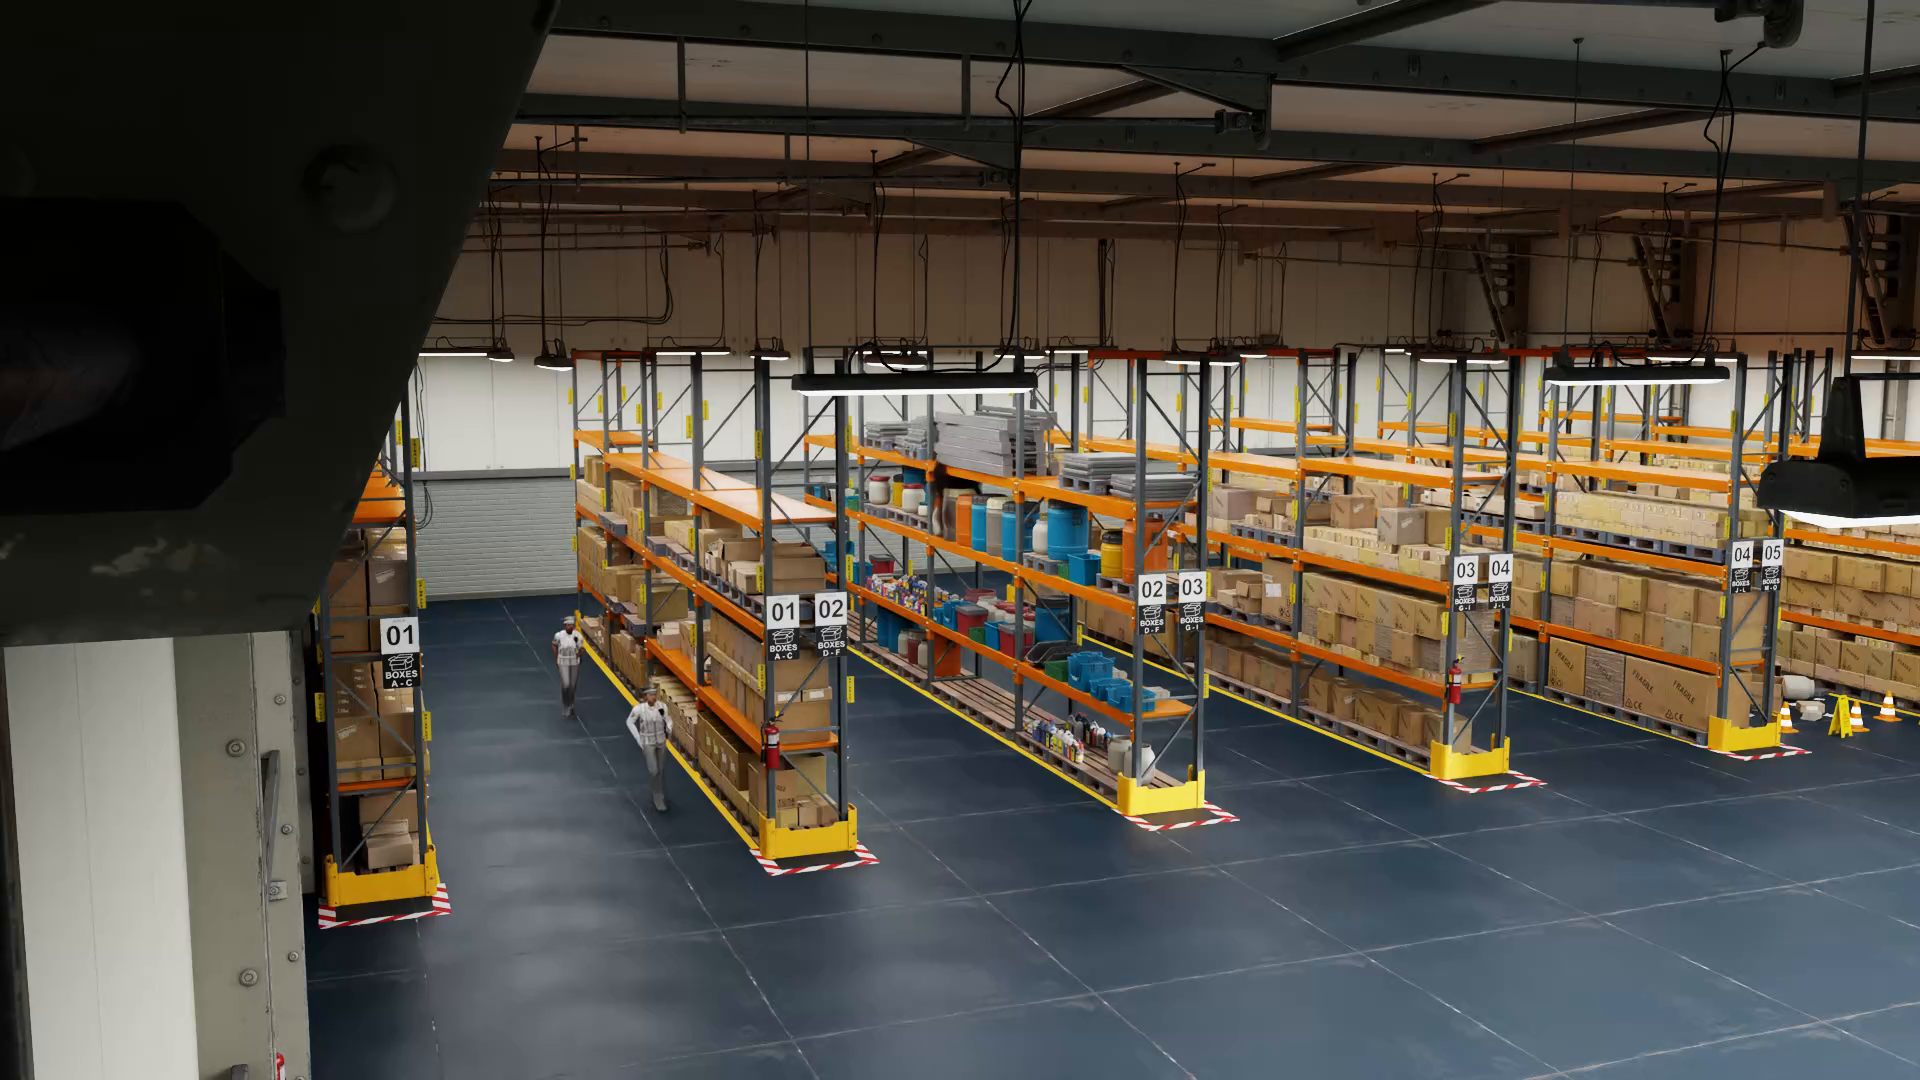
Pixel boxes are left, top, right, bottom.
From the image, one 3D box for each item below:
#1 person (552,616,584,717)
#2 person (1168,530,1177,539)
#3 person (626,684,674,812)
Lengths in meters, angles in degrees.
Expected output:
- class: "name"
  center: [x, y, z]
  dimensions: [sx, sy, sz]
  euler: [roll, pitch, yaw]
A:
- class: "person"
  center: [-6.494, 2.085, 27.631]
  dimensions: [0.494, 1.708, 0.801]
  euler: [-3, 8, -24]
- class: "person"
  center: [5.302, 0.222, 42.095]
  dimensions: [0.677, 1.773, 0.630]
  euler: [2, 7, 18]
- class: "person"
  center: [-4.095, 2.750, 22.166]
  dimensions: [0.588, 1.742, 0.729]
  euler: [-4, 8, -30]
